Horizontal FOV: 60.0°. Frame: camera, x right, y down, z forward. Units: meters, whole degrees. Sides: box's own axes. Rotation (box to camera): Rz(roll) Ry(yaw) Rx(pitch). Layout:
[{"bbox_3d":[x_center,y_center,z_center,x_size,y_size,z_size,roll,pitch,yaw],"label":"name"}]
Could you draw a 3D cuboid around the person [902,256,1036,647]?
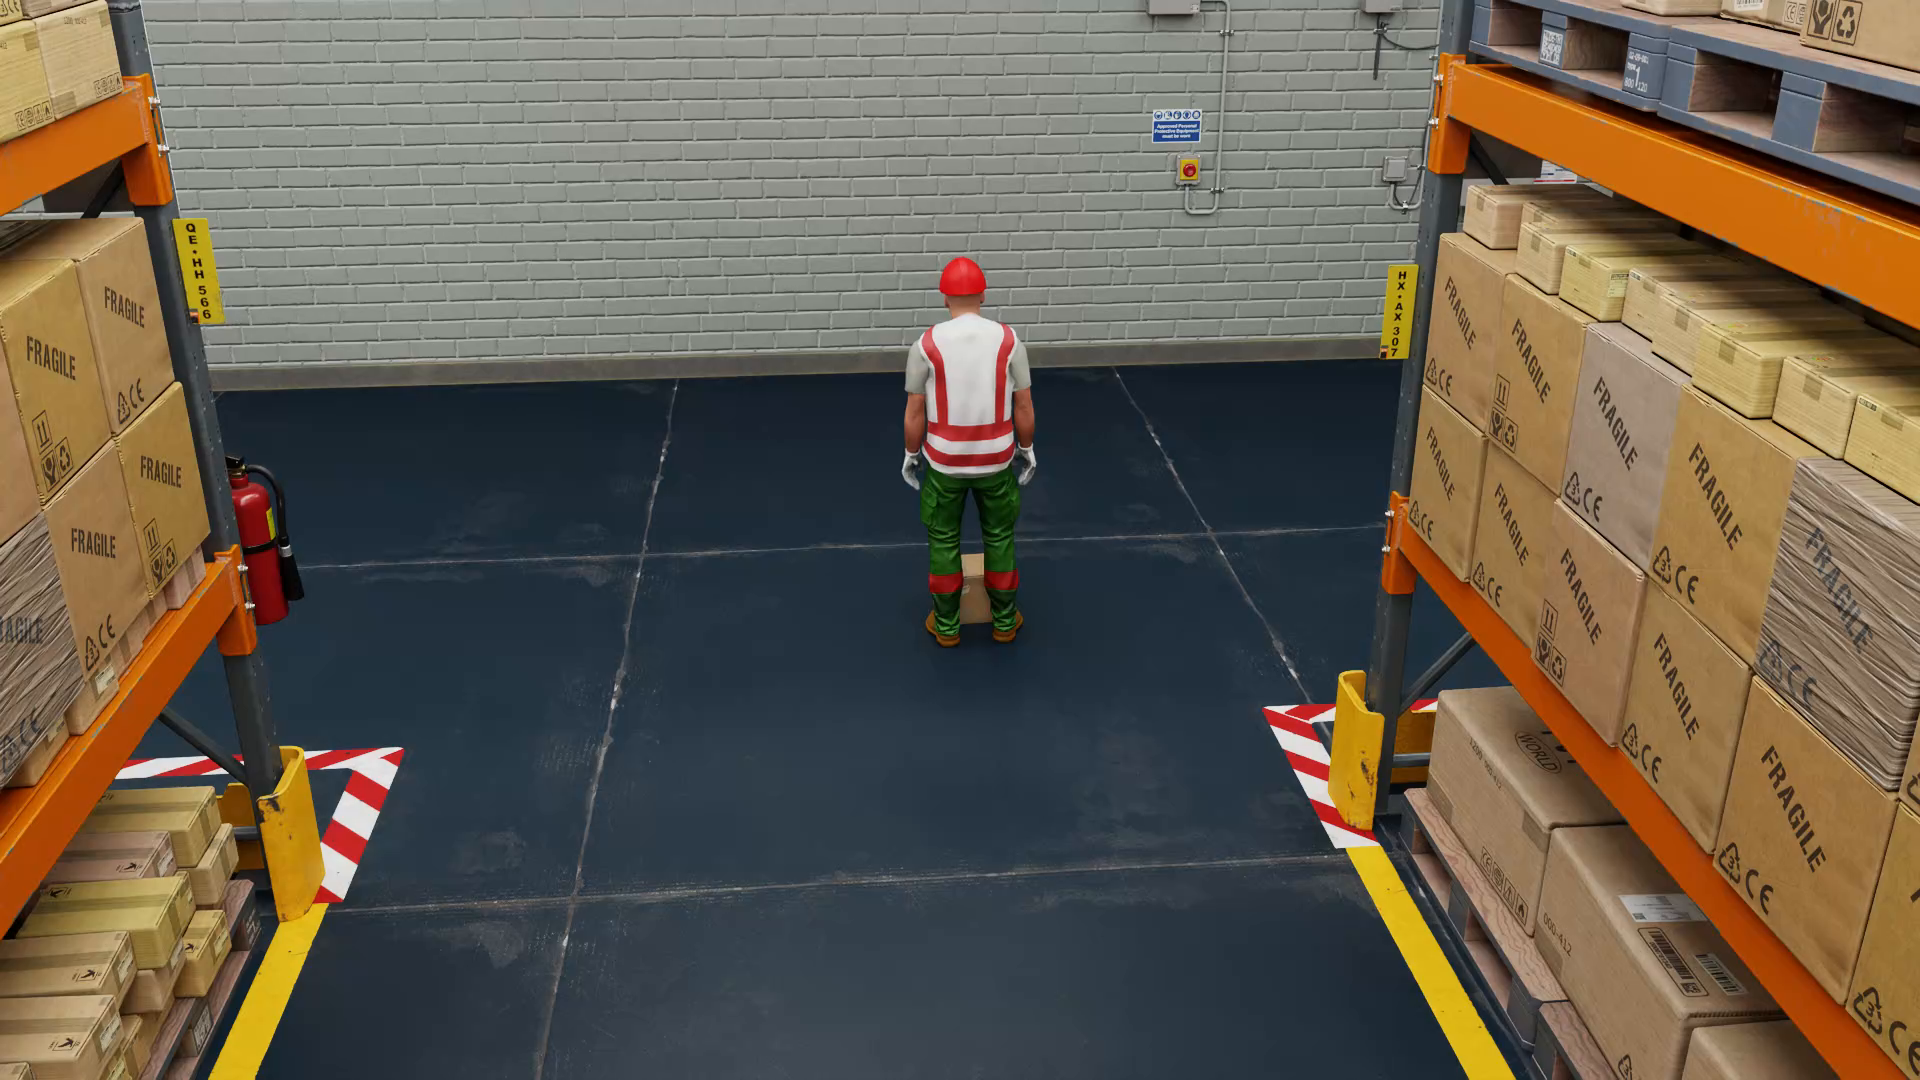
[{"bbox_3d":[0.042,-0.372,7.438,0.605,1.778,0.453,-2,24,-5],"label":"person"}]
